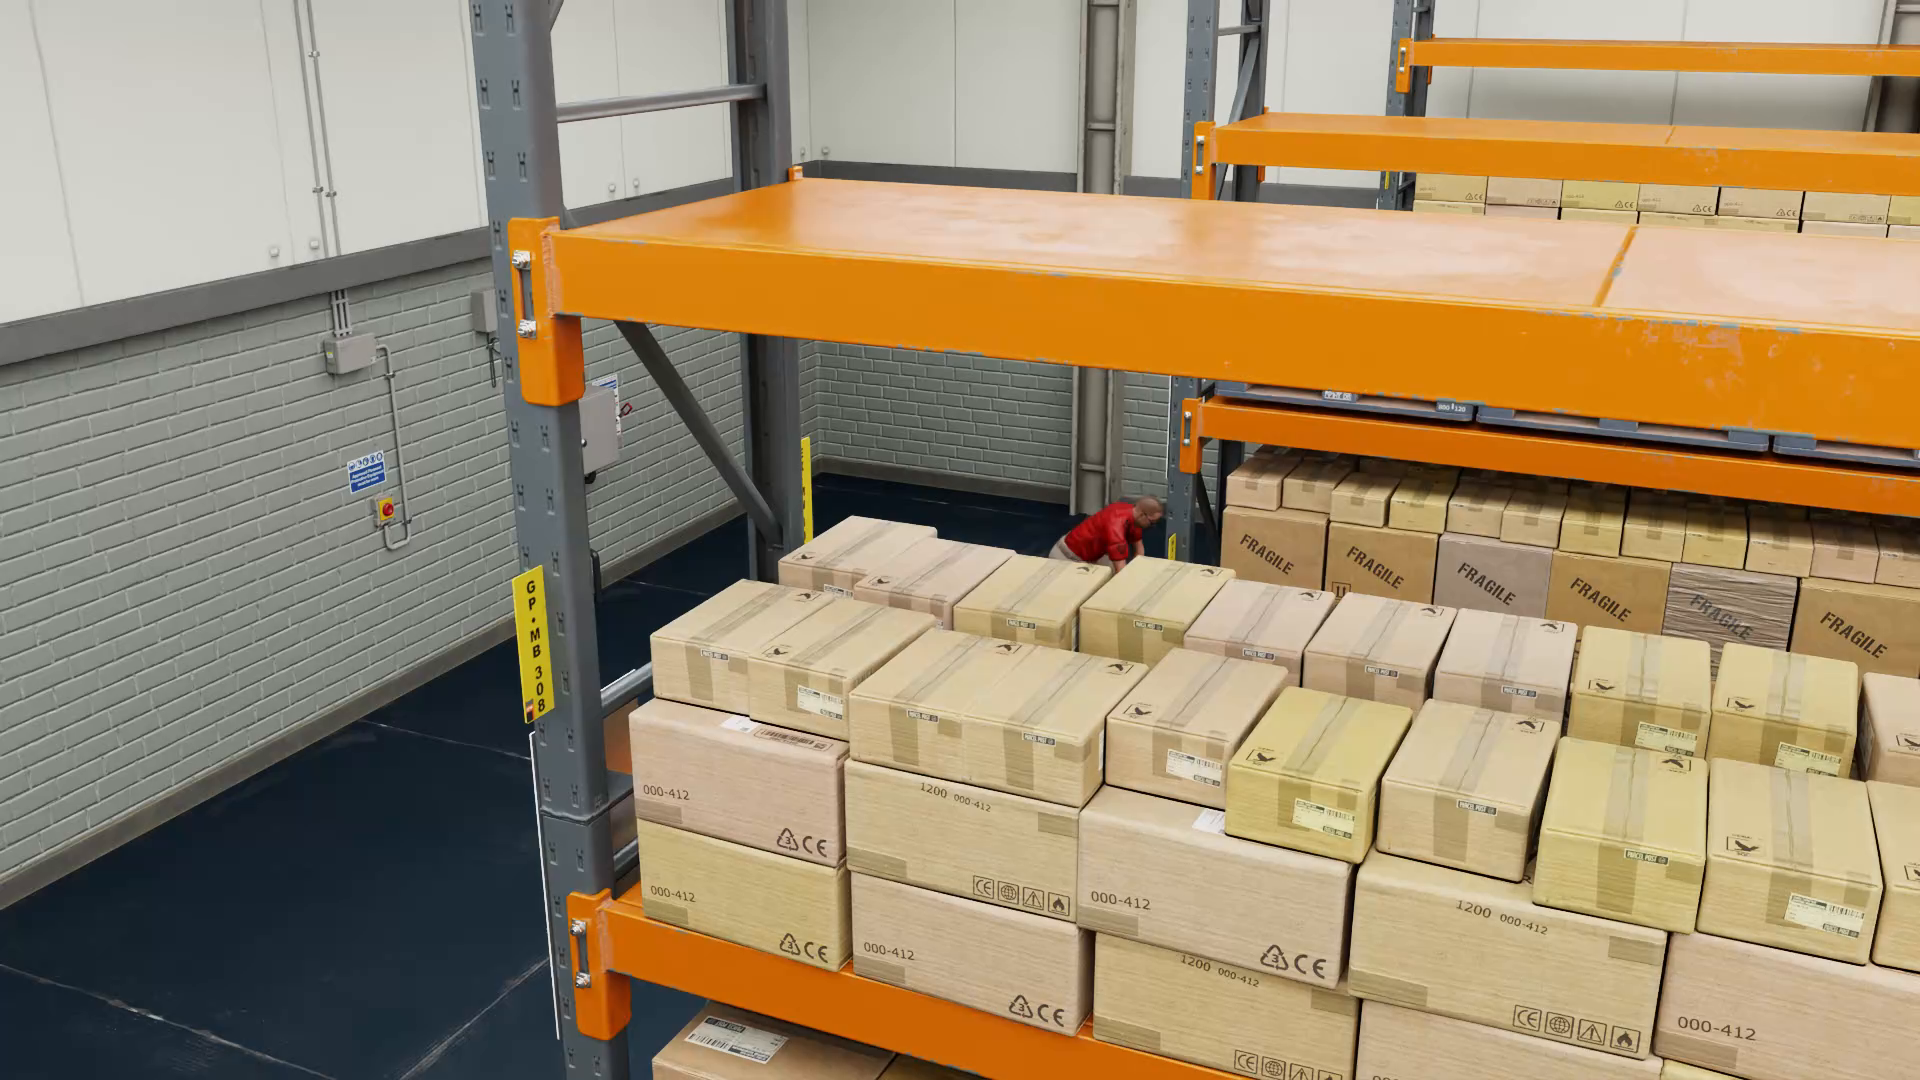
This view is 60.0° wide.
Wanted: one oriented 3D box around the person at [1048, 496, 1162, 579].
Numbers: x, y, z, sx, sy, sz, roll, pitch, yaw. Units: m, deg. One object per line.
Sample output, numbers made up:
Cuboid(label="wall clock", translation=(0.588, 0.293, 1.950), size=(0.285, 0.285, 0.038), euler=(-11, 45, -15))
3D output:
Cuboid(label="person", translation=(1.094, 0.186, 12.461), size=(0.823, 1.142, 0.577), euler=(8, 21, 23))
